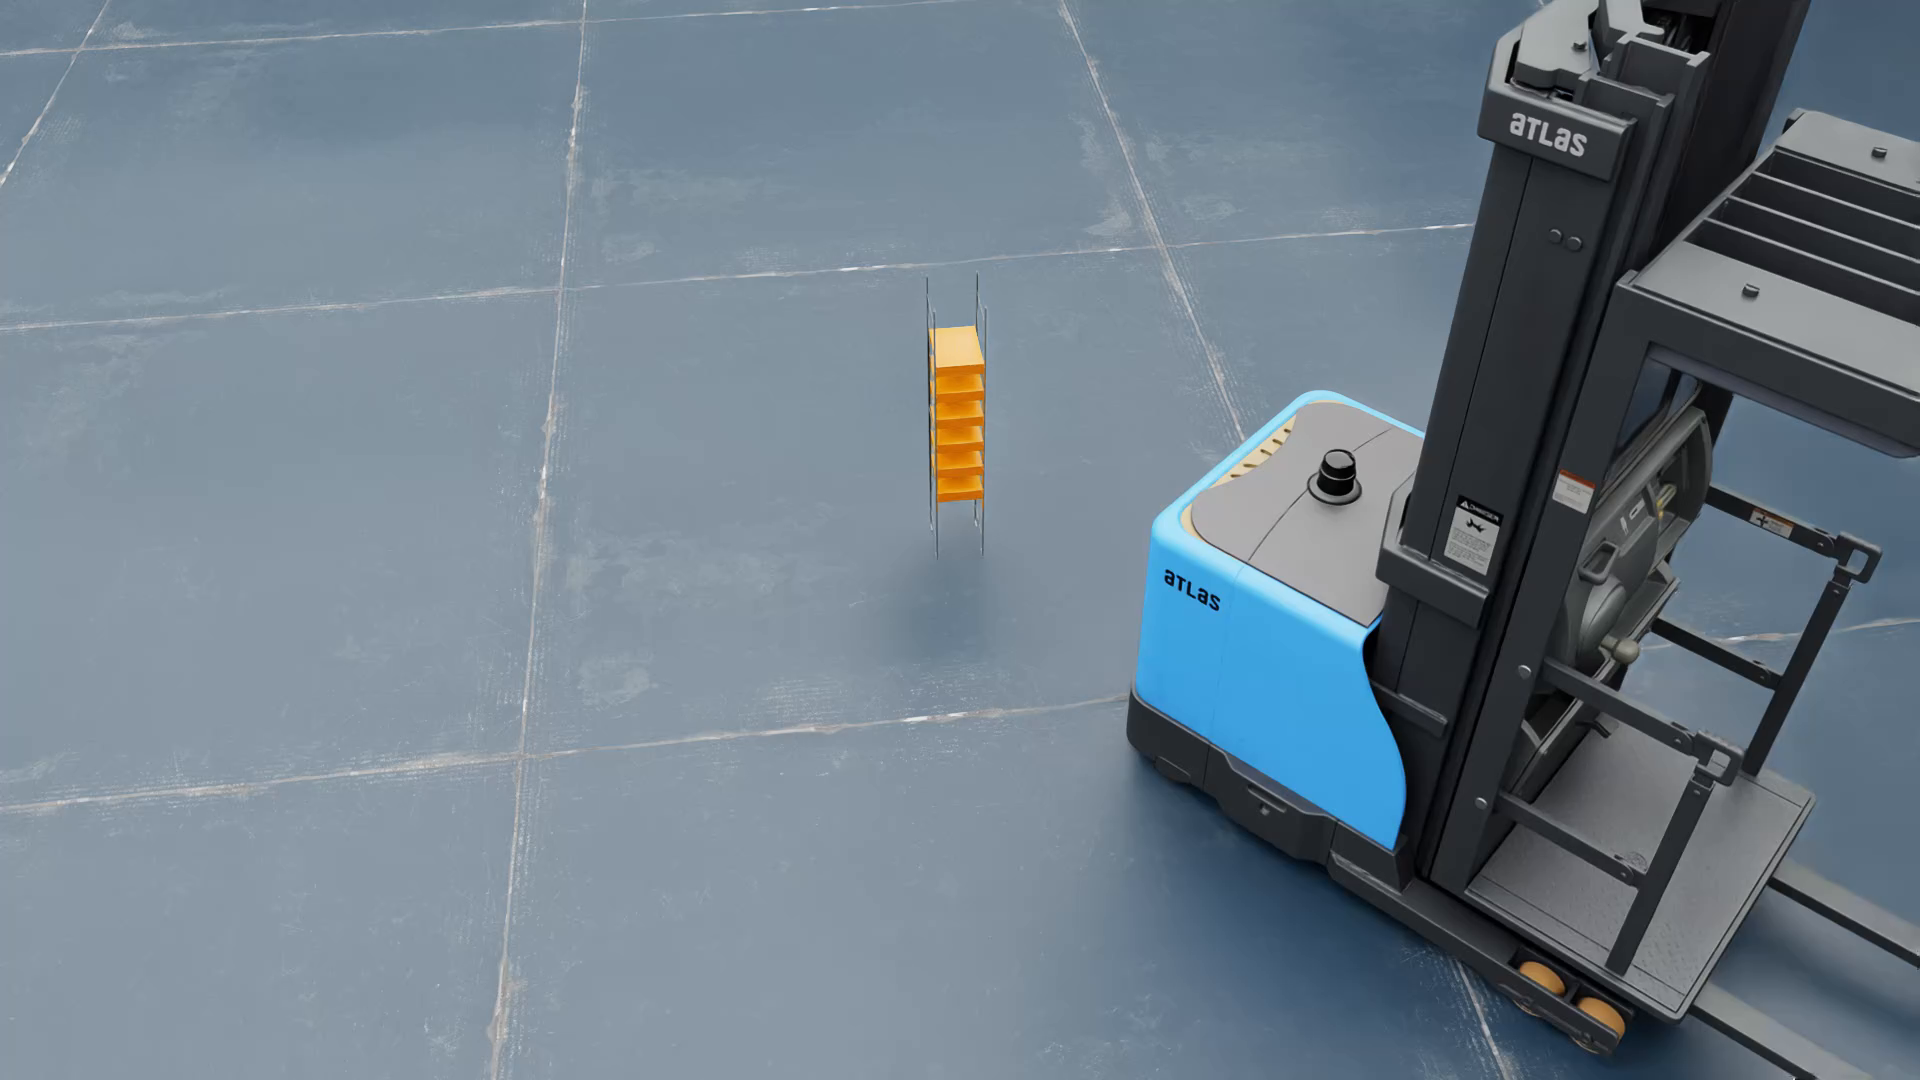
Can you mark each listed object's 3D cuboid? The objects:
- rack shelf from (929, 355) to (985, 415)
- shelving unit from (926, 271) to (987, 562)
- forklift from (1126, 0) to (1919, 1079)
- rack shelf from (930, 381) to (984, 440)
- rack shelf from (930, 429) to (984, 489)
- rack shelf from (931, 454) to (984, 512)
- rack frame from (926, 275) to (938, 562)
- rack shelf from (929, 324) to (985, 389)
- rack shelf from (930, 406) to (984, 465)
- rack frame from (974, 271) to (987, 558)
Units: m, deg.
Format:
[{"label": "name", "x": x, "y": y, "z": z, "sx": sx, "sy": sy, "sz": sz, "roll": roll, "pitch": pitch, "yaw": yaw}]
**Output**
[{"label": "rack shelf", "x": -0.014, "y": -0.589, "z": 6.216, "sx": 0.180, "sy": 0.103, "sz": 0.258, "roll": -5, "pitch": 42, "yaw": -6}, {"label": "shelving unit", "x": -0.014, "y": -0.444, "z": 6.347, "sx": 0.189, "sy": 1.200, "sz": 0.258, "roll": -5, "pitch": 42, "yaw": -6}, {"label": "forklift", "x": 2.031, "y": 0.058, "z": 4.498, "sx": 3.031, "sy": 2.935, "sz": 1.130, "roll": 30, "pitch": 50, "yaw": 29}, {"label": "rack shelf", "x": -0.014, "y": -0.500, "z": 6.296, "sx": 0.180, "sy": 0.103, "sz": 0.258, "roll": -5, "pitch": 42, "yaw": -6}, {"label": "rack shelf", "x": -0.014, "y": -0.322, "z": 6.457, "sx": 0.180, "sy": 0.103, "sz": 0.258, "roll": -5, "pitch": 42, "yaw": -6}, {"label": "rack shelf", "x": -0.014, "y": -0.233, "z": 6.537, "sx": 0.180, "sy": 0.103, "sz": 0.258, "roll": -5, "pitch": 42, "yaw": -6}, {"label": "rack frame", "x": -0.105, "y": -0.436, "z": 6.338, "sx": 0.006, "sy": 1.200, "sz": 0.240, "roll": -5, "pitch": 42, "yaw": -6}, {"label": "rack shelf", "x": -0.014, "y": -0.679, "z": 6.135, "sx": 0.180, "sy": 0.103, "sz": 0.258, "roll": -5, "pitch": 42, "yaw": -6}, {"label": "rack shelf", "x": -0.014, "y": -0.411, "z": 6.376, "sx": 0.180, "sy": 0.103, "sz": 0.258, "roll": -5, "pitch": 42, "yaw": -6}, {"label": "rack frame", "x": 0.076, "y": -0.452, "z": 6.356, "sx": 0.006, "sy": 1.200, "sz": 0.240, "roll": -5, "pitch": 42, "yaw": -6}]
